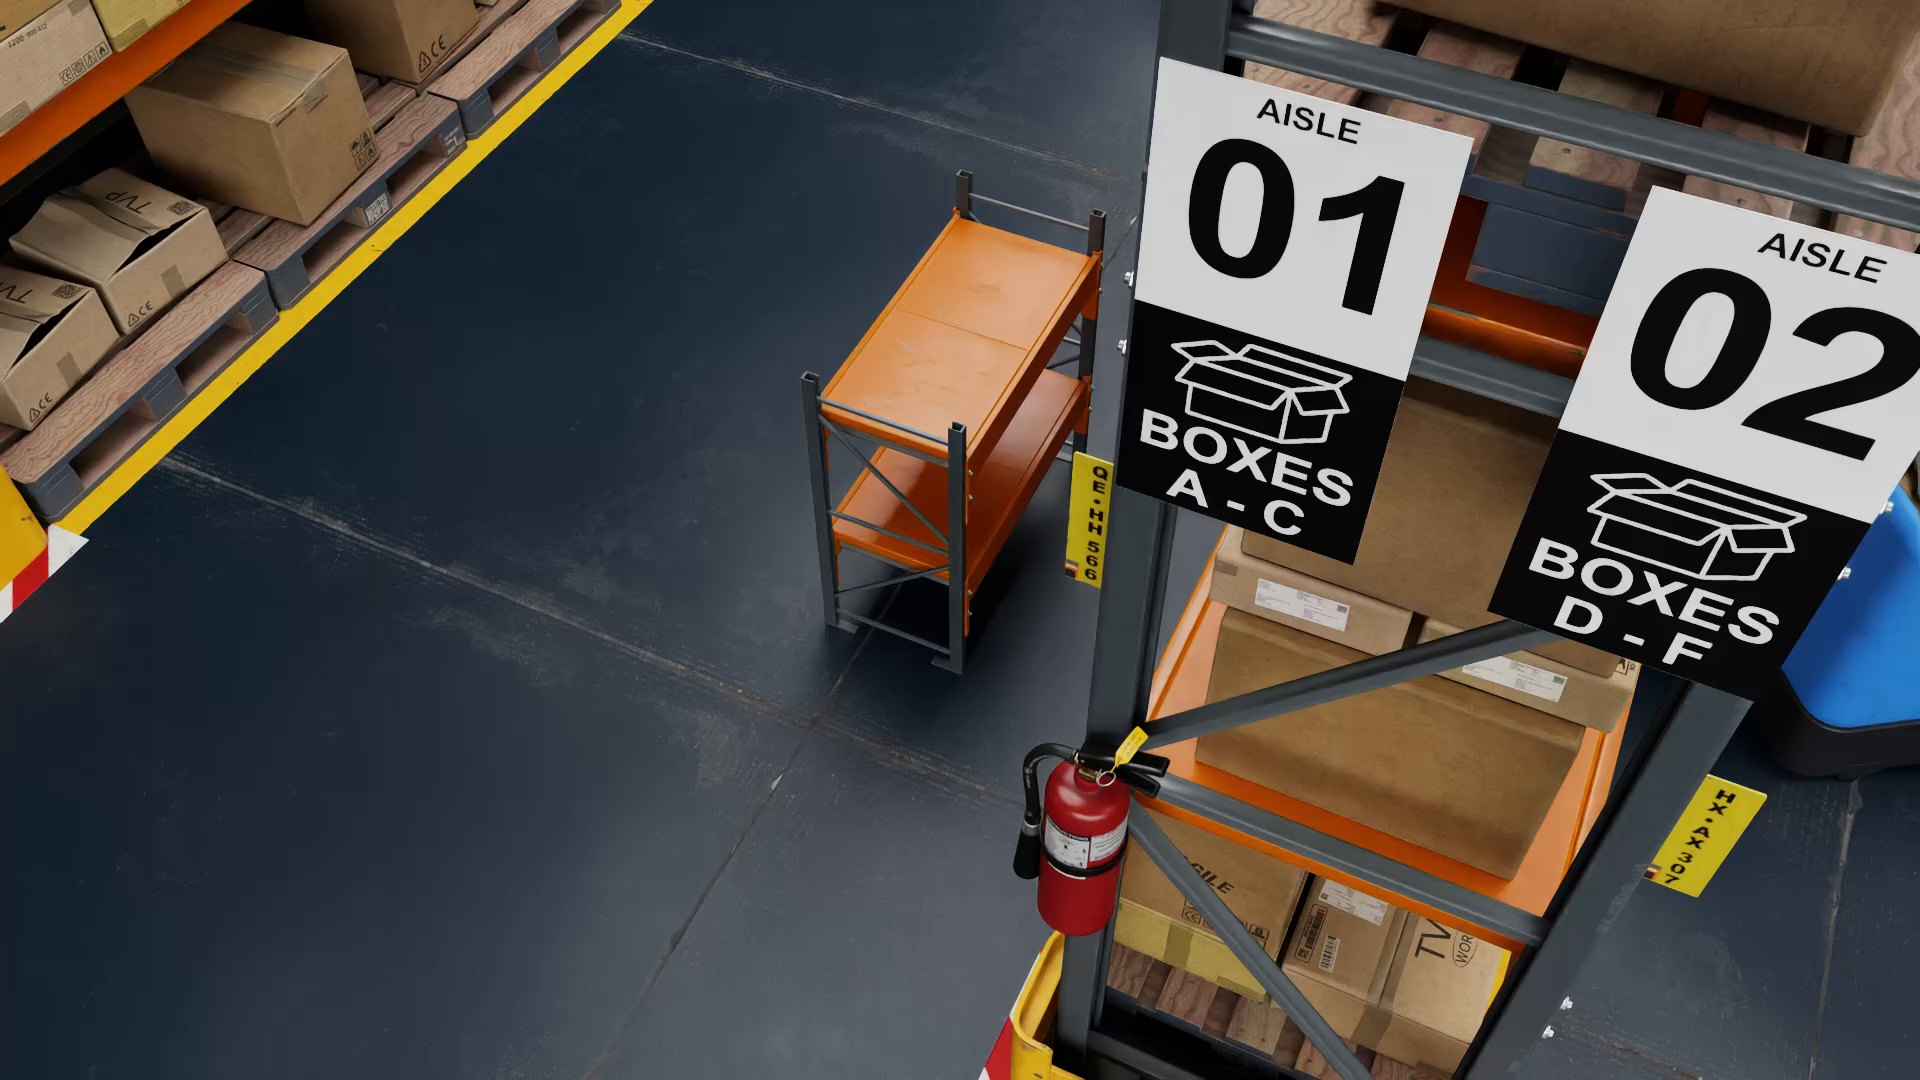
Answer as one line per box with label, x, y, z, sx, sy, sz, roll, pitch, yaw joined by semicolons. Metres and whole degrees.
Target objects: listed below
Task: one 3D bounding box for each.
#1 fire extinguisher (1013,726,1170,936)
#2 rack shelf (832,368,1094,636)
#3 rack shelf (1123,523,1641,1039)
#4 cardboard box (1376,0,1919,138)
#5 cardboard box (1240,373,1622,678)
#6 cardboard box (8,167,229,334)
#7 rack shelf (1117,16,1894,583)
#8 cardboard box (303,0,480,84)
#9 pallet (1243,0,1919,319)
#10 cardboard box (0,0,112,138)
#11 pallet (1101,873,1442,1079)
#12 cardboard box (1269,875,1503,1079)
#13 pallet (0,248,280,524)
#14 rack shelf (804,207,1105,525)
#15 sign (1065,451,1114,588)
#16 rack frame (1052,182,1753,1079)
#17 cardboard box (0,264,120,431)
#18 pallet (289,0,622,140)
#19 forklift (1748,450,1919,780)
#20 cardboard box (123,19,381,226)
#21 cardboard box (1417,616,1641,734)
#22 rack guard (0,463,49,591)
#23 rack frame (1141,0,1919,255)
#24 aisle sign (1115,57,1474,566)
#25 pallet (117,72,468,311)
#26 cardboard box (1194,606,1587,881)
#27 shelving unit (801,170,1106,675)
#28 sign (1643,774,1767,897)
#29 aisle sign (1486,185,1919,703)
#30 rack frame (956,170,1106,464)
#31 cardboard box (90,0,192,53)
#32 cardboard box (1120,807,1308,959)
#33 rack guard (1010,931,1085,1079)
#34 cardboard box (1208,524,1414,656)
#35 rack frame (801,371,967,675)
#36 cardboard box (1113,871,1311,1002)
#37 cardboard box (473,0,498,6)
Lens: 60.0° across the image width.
fire extinguisher;0.250;0.567;3.349;0.296;0.674;0.183;20;52;16
rack shelf;0.003;-0.211;5.512;0.538;0.278;1.000;20;52;16
rack shelf;1.575;-0.532;4.706;1.077;0.370;4.000;20;52;16
cardboard box;0.970;-0.969;2.200;0.797;0.503;0.637;23;53;18
cardboard box;0.955;-0.195;3.029;0.700;0.500;0.500;20;52;16
cardboard box;-3.139;-1.108;6.200;0.500;0.311;0.500;24;54;19
rack shelf;1.575;-1.504;3.563;1.077;0.370;4.000;20;52;16
cardboard box;-2.458;-2.356;7.138;0.500;0.500;0.500;16;52;13
pallet;1.046;-0.810;2.558;1.003;0.211;1.213;20;52;16
cardboard box;-3.055;-1.550;5.185;0.500;0.250;0.500;18;52;15
pallet;1.010;0.975;4.781;1.003;0.211;1.213;20;52;16
cardboard box;1.151;1.070;4.400;0.500;0.250;0.500;20;52;16
pallet;-3.348;-0.694;6.202;1.003;0.211;1.213;20;52;16
rack shelf;0.003;-0.559;5.103;0.538;0.278;1.000;20;52;16
sign;0.236;-0.026;2.887;0.100;0.325;0.005;20;52;16
rack frame;0.721;0.612;3.260;1.000;3.000;0.127;20;52;16
cardboard box;-3.383;-0.716;5.866;0.500;0.311;0.500;14;51;12
pallet;-2.306;-2.374;7.631;1.003;0.211;1.213;20;52;16
forklift;3.925;-0.732;4.448;3.031;2.935;1.130;-6;50;-5
cardboard box;-2.780;-1.658;6.544;0.700;0.500;0.500;17;52;14
cardboard box;1.083;0.169;3.145;0.380;0.149;0.250;19;52;16
rack guard;-3.727;-0.239;5.626;1.175;0.500;0.348;20;52;16
rack frame;0.721;-1.332;0.975;1.000;3.000;0.127;20;52;16
aisle sign;0.427;-0.281;2.312;0.394;0.787;0.004;20;52;16
pallet;-2.826;-1.531;6.914;1.003;0.211;1.213;20;52;16
cardboard box;0.932;0.262;3.492;0.700;0.500;0.500;20;52;16
shelving unit;0.003;-0.369;5.326;0.538;1.125;1.048;20;52;16
sign;1.220;0.490;2.743;0.100;0.325;0.005;20;52;16
aisle sign;0.970;-0.086;2.146;0.394;0.787;0.004;20;52;16
rack frame;0.220;-0.719;5.623;0.500;1.125;0.032;20;52;16
cardboard box;-2.832;-1.899;5.482;0.500;0.250;0.500;19;52;16
cardboard box;0.681;0.658;4.258;0.500;0.500;0.500;20;52;16
rack guard;0.711;1.439;4.198;1.175;0.500;0.348;20;52;16
cardboard box;0.712;0.044;3.251;0.380;0.149;0.250;19;52;15
rack frame;-0.214;-0.019;5.028;0.500;1.125;0.032;20;52;16
cardboard box;0.683;0.902;4.543;0.500;0.250;0.500;20;52;16
cardboard box;-2.252;-2.598;7.562;0.380;0.166;0.250;14;51;11
